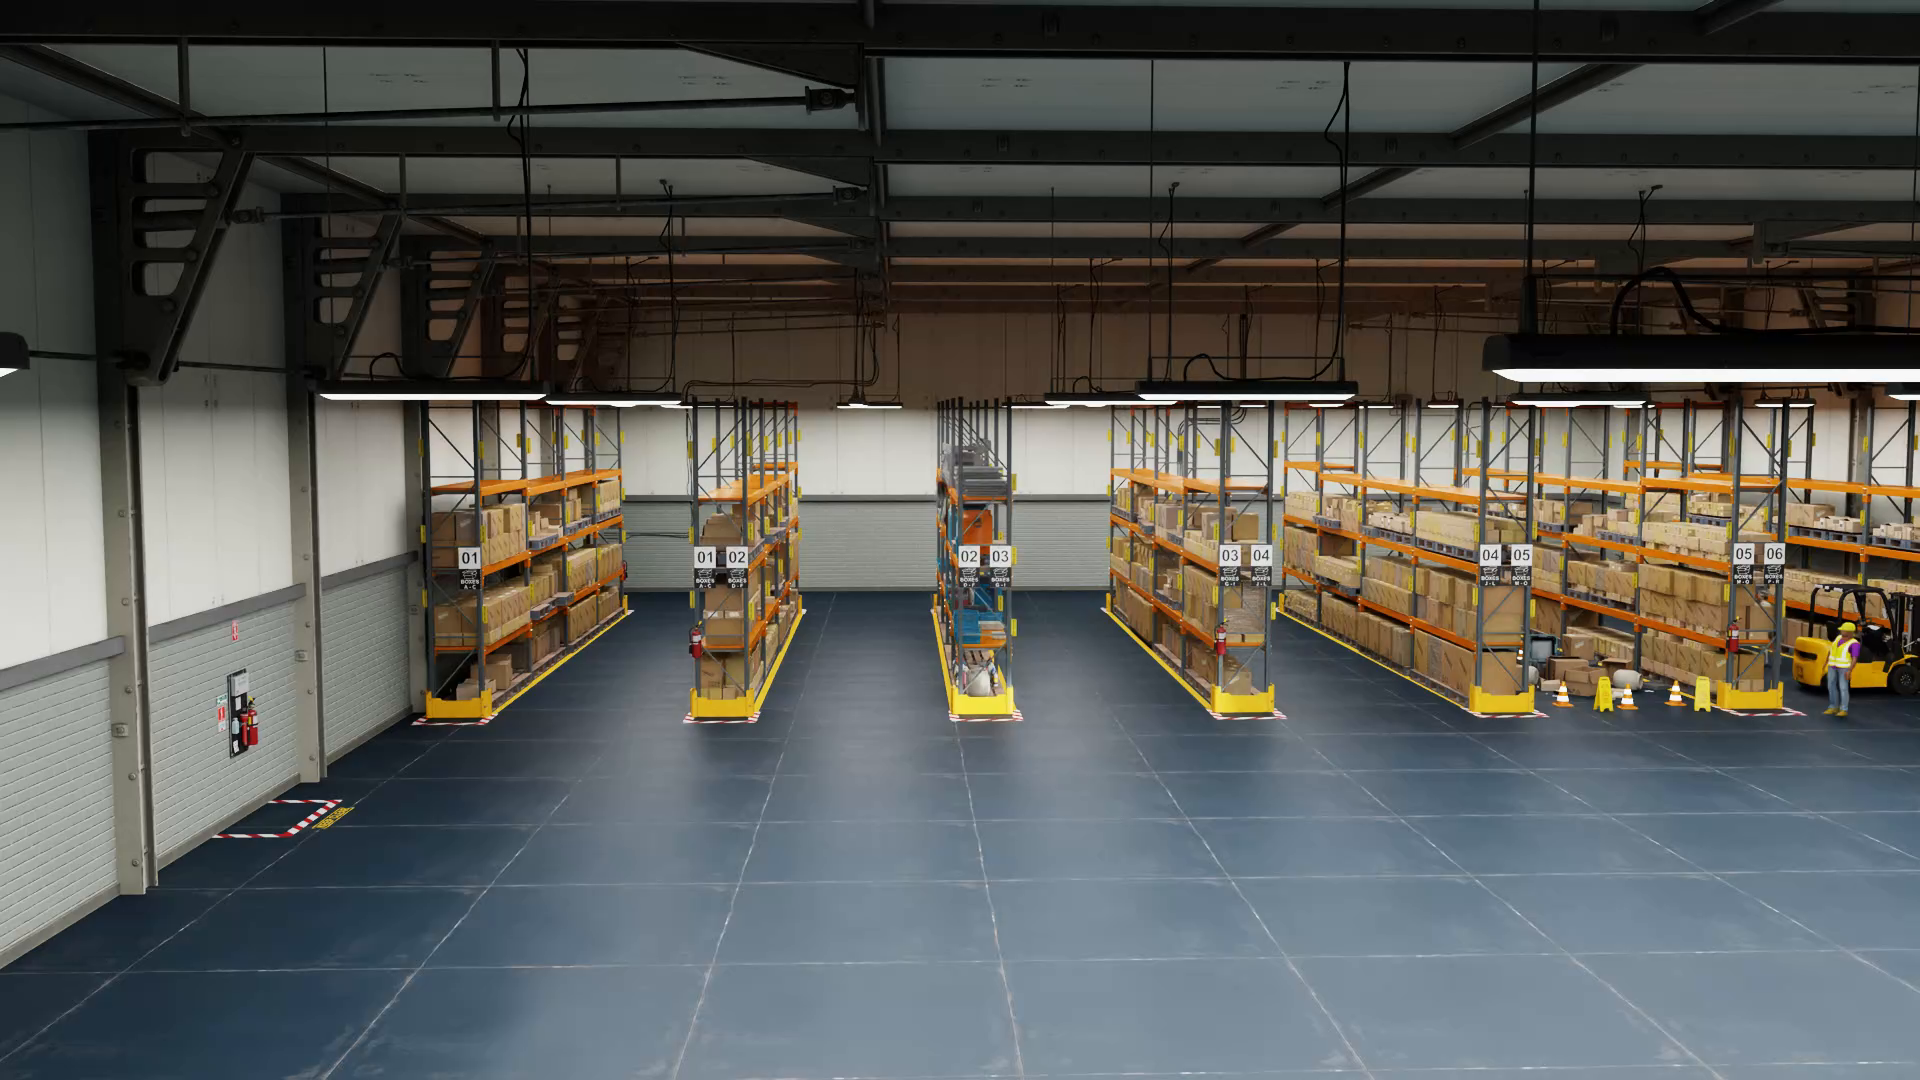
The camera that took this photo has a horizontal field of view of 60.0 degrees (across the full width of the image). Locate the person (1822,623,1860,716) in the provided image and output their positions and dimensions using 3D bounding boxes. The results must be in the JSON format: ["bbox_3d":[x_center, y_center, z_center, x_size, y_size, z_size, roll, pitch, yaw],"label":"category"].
[{"bbox_3d":[16.576,2.436,31.354,0.442,1.795,0.693,-2,5,-26],"label":"person"}]

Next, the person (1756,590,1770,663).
[{"bbox_3d":[18.151,1.970,37.704,0.558,1.709,0.656,-1,5,-12],"label":"person"}]
